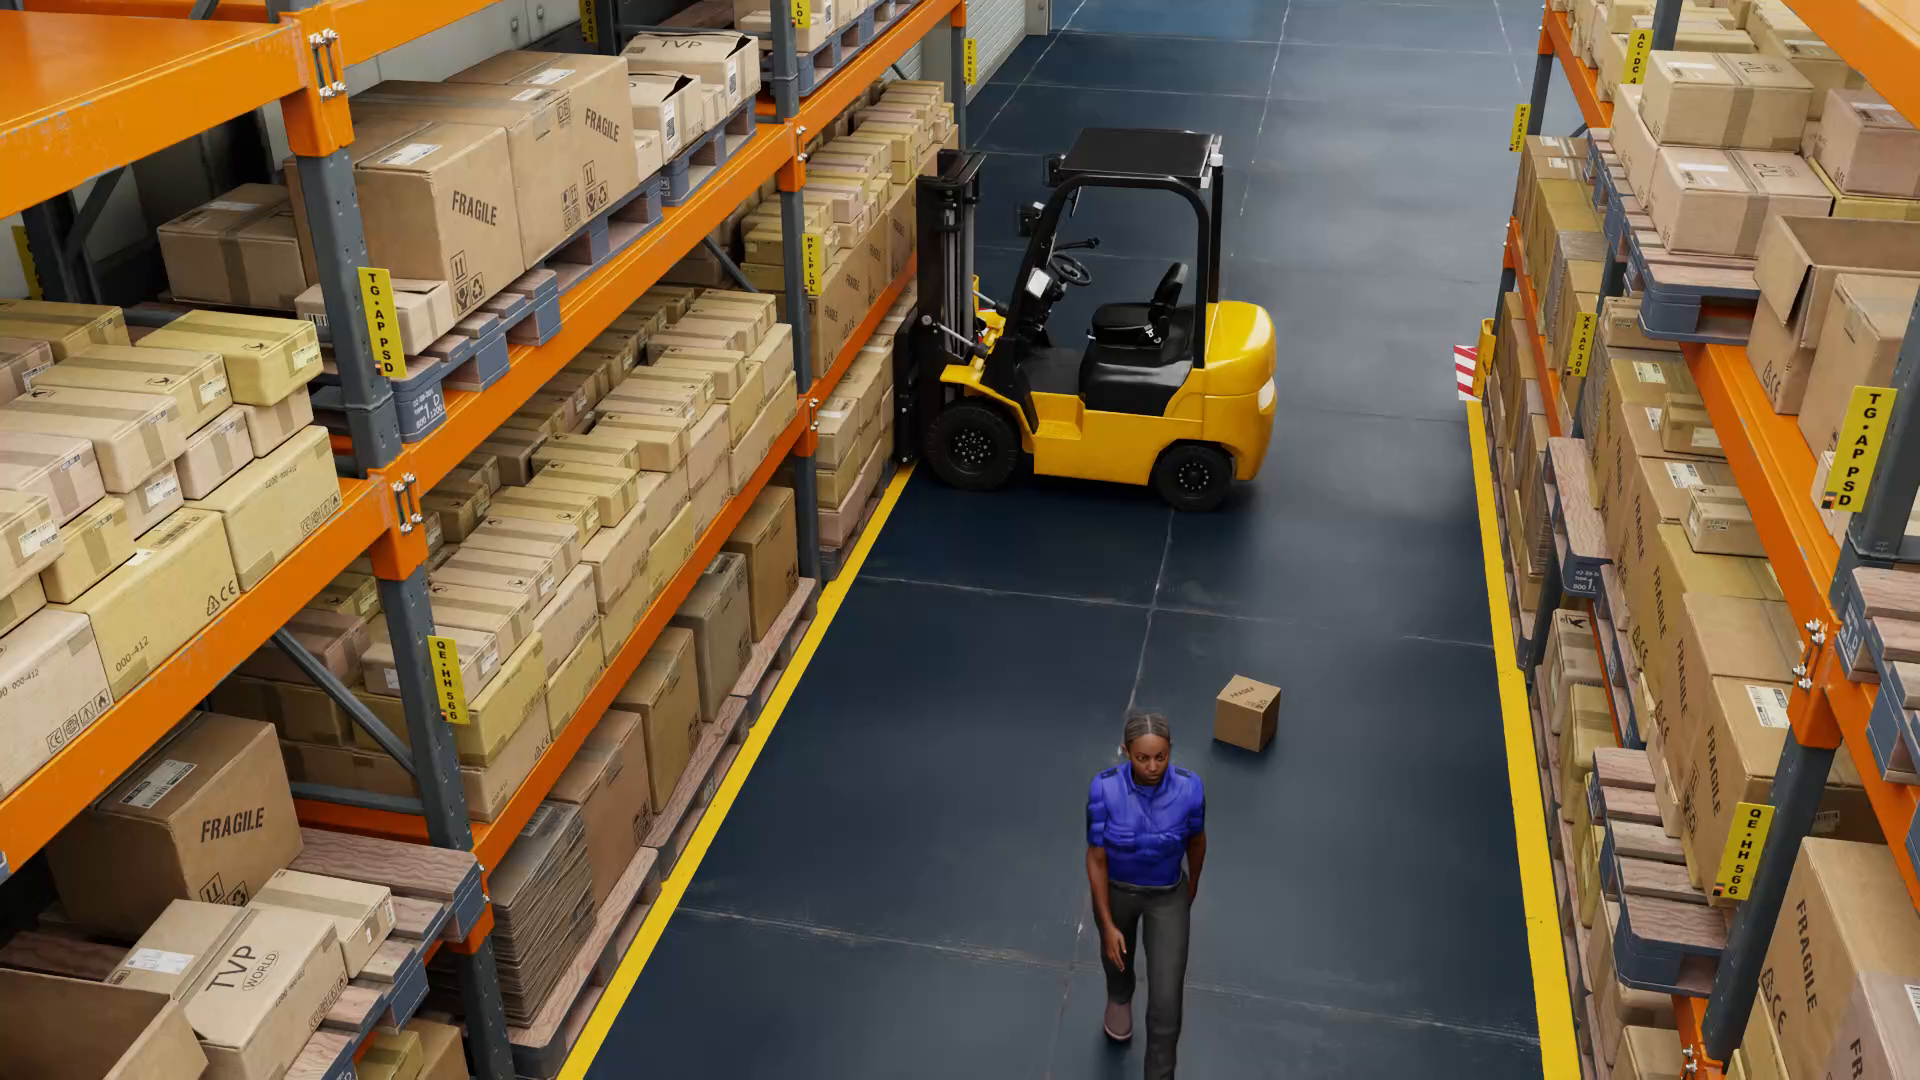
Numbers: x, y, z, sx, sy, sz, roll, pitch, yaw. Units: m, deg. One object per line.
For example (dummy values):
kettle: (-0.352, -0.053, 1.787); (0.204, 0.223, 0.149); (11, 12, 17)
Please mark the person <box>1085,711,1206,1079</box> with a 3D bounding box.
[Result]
person: (0.674, 1.373, 6.170); (0.448, 1.692, 0.768); (3, 29, 6)
